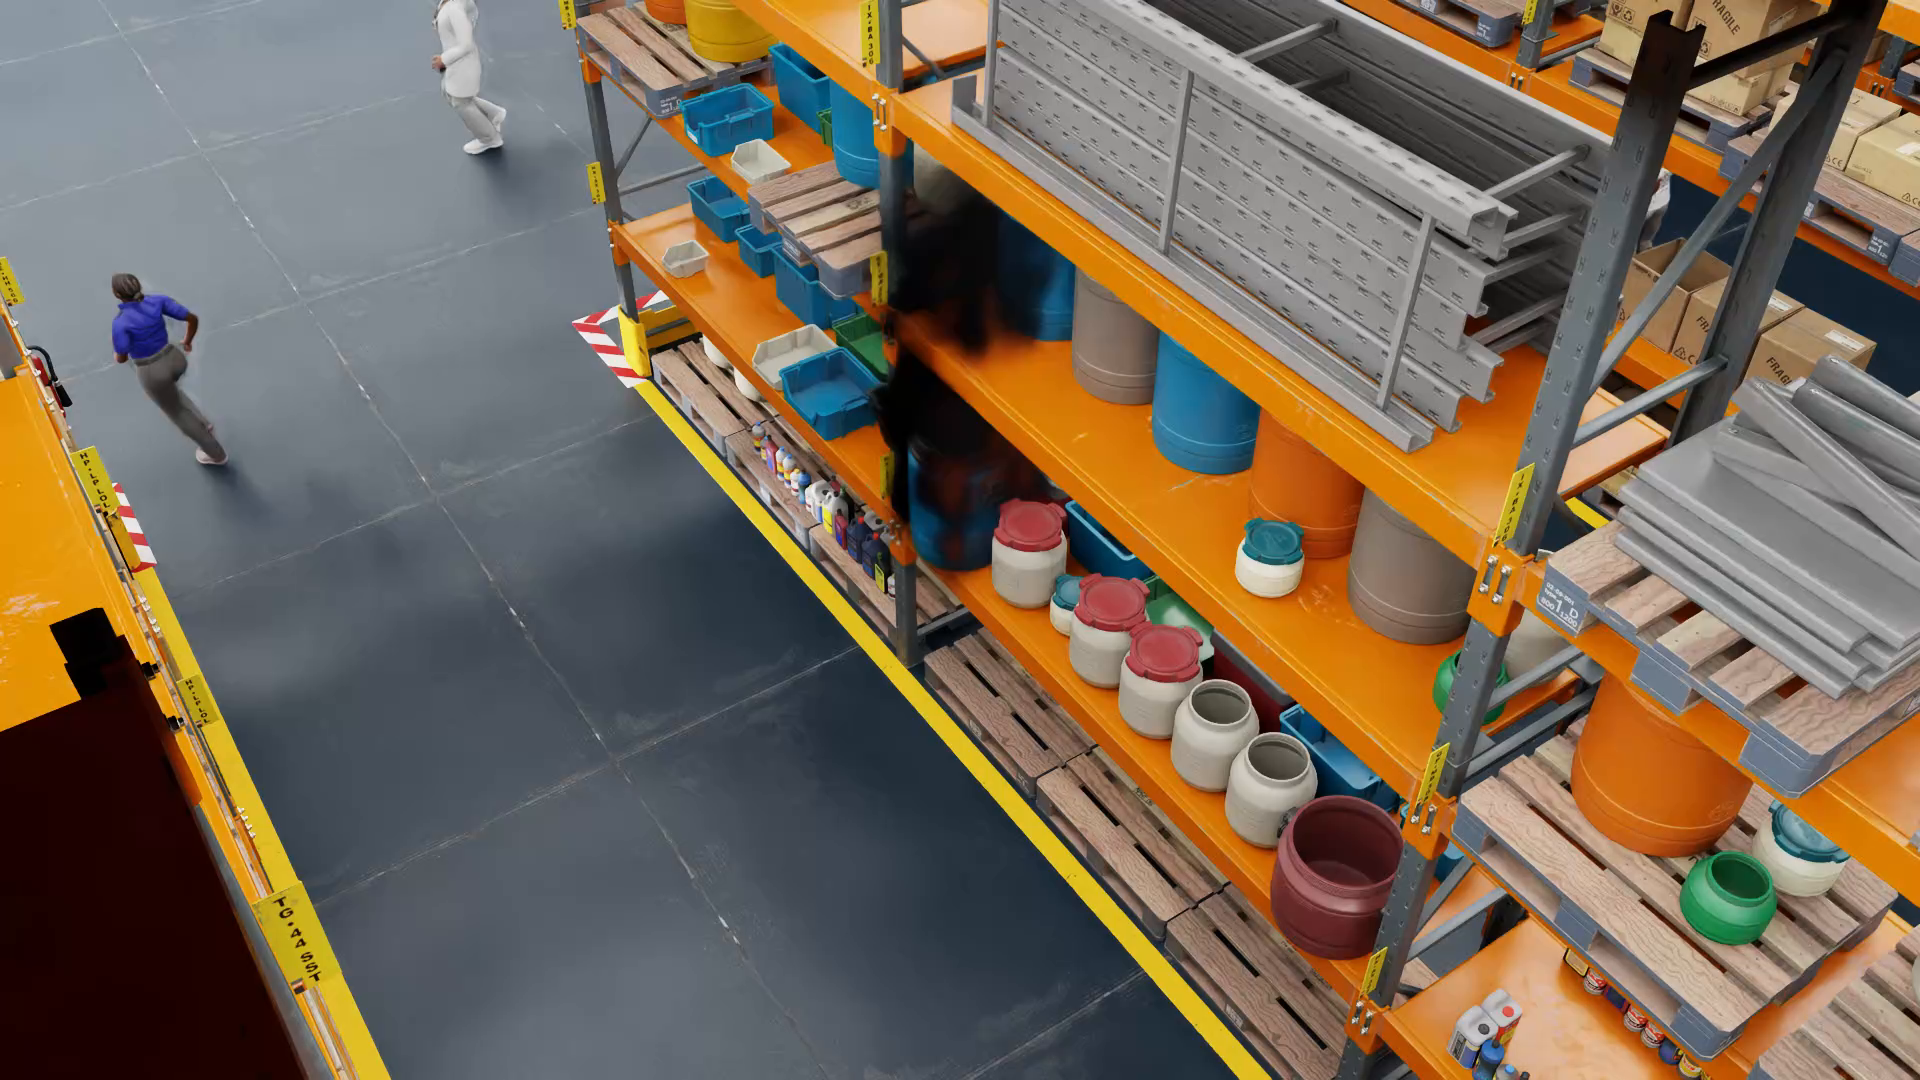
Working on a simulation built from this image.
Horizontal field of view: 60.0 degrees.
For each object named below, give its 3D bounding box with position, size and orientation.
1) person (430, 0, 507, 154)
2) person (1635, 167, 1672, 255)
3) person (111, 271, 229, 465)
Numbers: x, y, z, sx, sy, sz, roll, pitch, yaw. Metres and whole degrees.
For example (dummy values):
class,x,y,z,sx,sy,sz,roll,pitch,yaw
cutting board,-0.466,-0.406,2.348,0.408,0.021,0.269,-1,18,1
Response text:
class,x,y,z,sx,sy,sz,roll,pitch,yaw
person,-4.546,-4.380,15.236,0.574,1.742,0.703,-9,43,-9
person,5.506,-2.691,13.462,0.584,1.750,0.718,-24,48,-24
person,-5.721,-1.224,11.876,0.656,1.641,0.550,16,45,16
